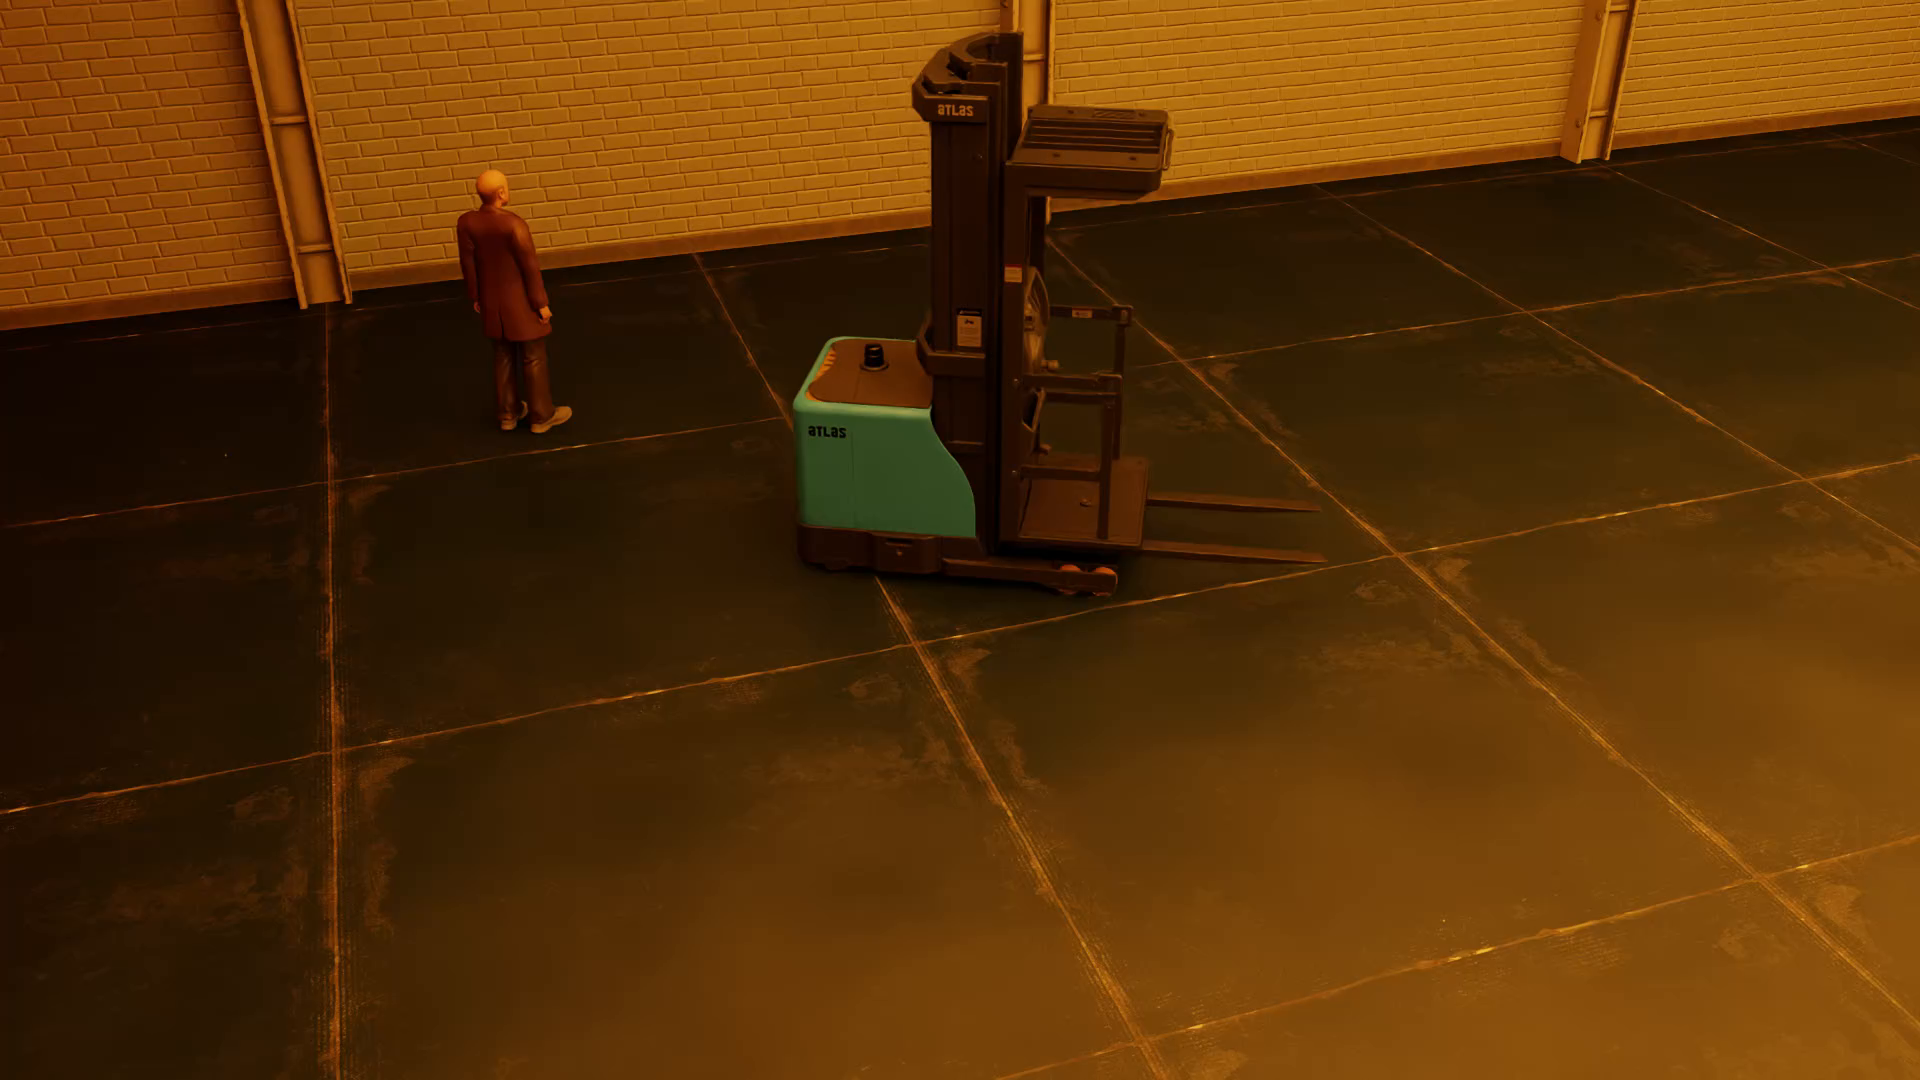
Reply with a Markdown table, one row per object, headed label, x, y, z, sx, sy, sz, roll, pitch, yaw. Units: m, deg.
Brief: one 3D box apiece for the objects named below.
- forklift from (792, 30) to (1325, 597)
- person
| label | x | y | z | sx | sy | sz | roll | pitch | yaw |
| --- | --- | --- | --- | --- | --- | --- | --- | --- | --- |
| forklift | 0.609 | -1.231 | 9.226 | 3.031 | 2.935 | 1.130 | 4 | 30 | 7 |
| person | -2.953 | -1.587 | 10.997 | 0.593 | 1.783 | 0.394 | 10 | 31 | 16 |
